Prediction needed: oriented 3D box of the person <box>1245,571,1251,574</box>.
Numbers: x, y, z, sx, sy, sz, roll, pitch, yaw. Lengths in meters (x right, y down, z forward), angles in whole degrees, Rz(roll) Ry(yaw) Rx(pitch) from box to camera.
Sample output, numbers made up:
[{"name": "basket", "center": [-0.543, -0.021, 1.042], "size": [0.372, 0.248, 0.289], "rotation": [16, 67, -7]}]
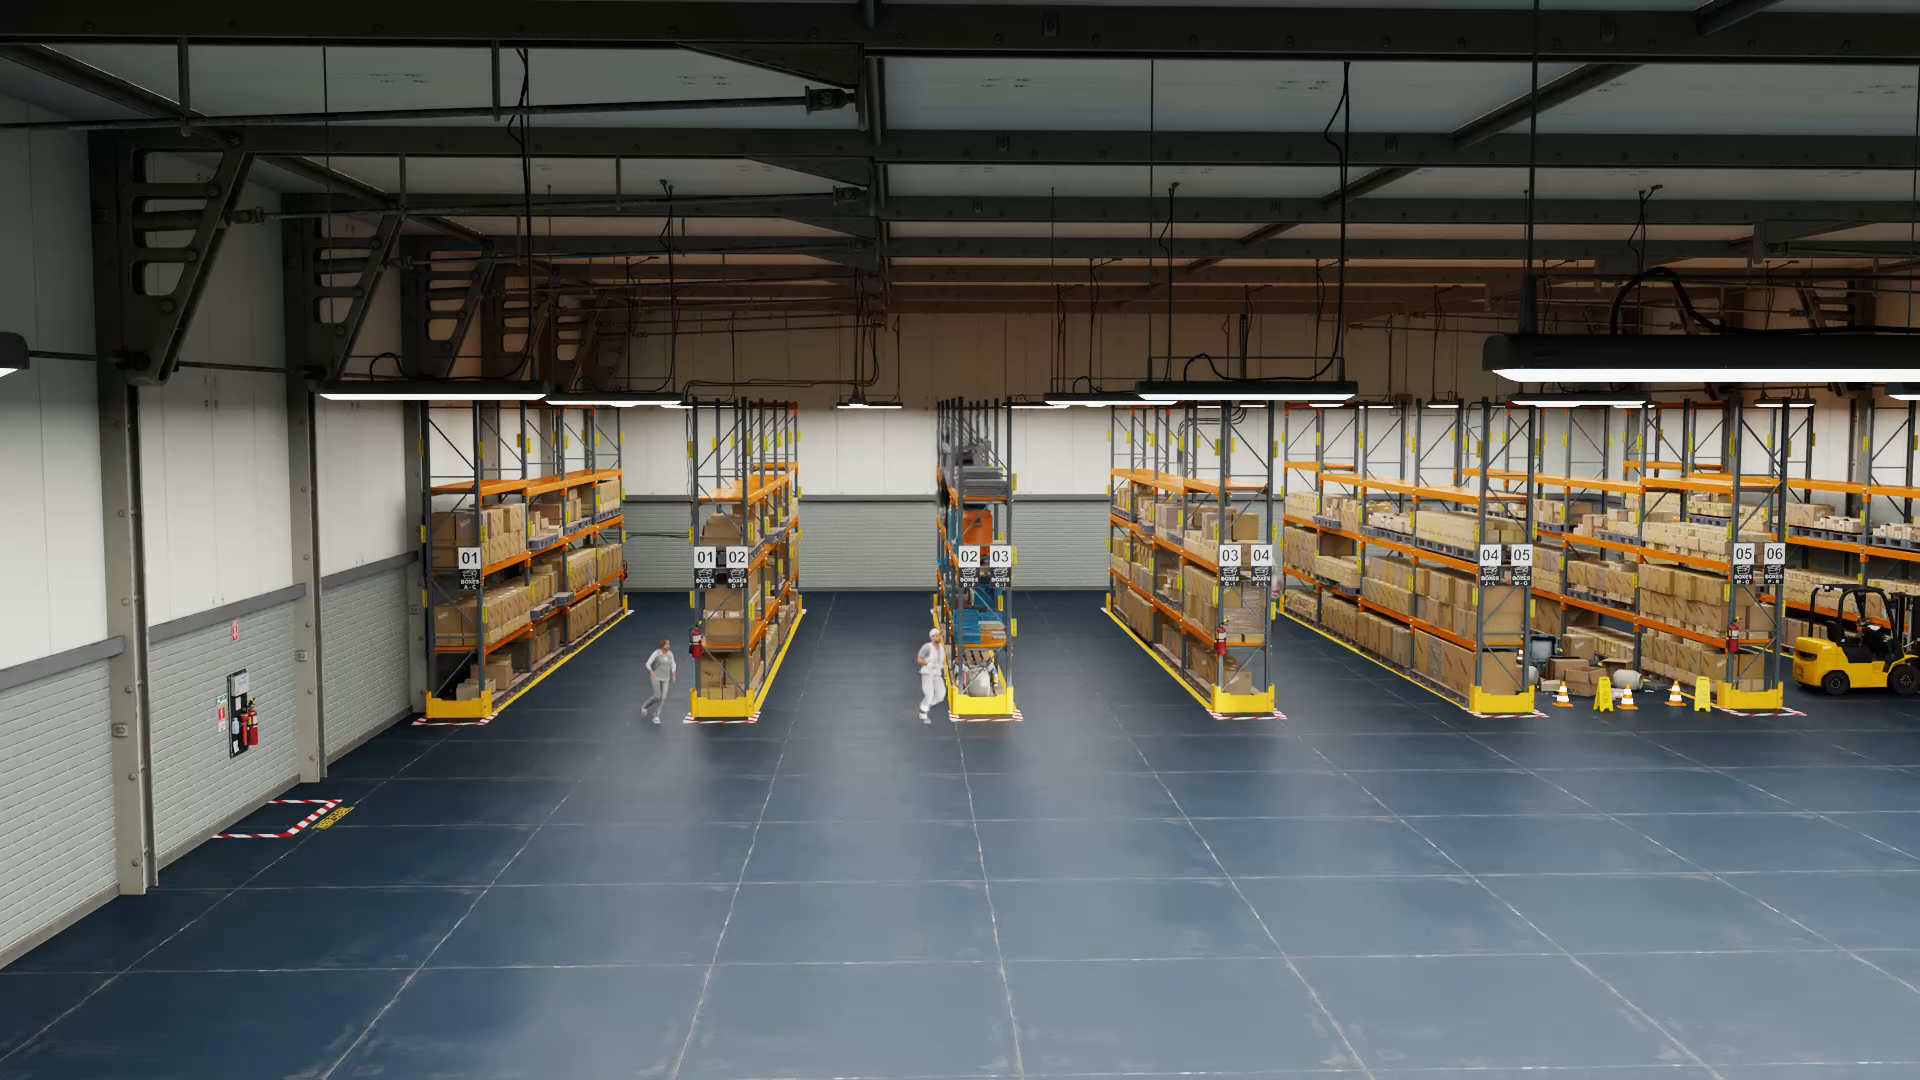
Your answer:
[{"name": "person", "center": [7.978, 1.243, 46.724], "size": [0.704, 1.756, 1.005], "rotation": [0, 4, -4]}]

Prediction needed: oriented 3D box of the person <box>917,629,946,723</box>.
[{"name": "person", "center": [-0.471, 2.494, 30.606], "size": [0.665, 1.728, 0.616], "rotation": [-3, 6, -37]}]

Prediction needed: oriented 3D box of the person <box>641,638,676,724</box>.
[{"name": "person", "center": [-5.534, 2.580, 30.734], "size": [0.602, 1.545, 0.559], "rotation": [-3, 6, -38]}]

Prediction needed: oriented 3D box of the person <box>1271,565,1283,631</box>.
[{"name": "person", "center": [8.123, 1.506, 43.396], "size": [0.638, 1.740, 0.588], "rotation": [0, 4, 0]}]
